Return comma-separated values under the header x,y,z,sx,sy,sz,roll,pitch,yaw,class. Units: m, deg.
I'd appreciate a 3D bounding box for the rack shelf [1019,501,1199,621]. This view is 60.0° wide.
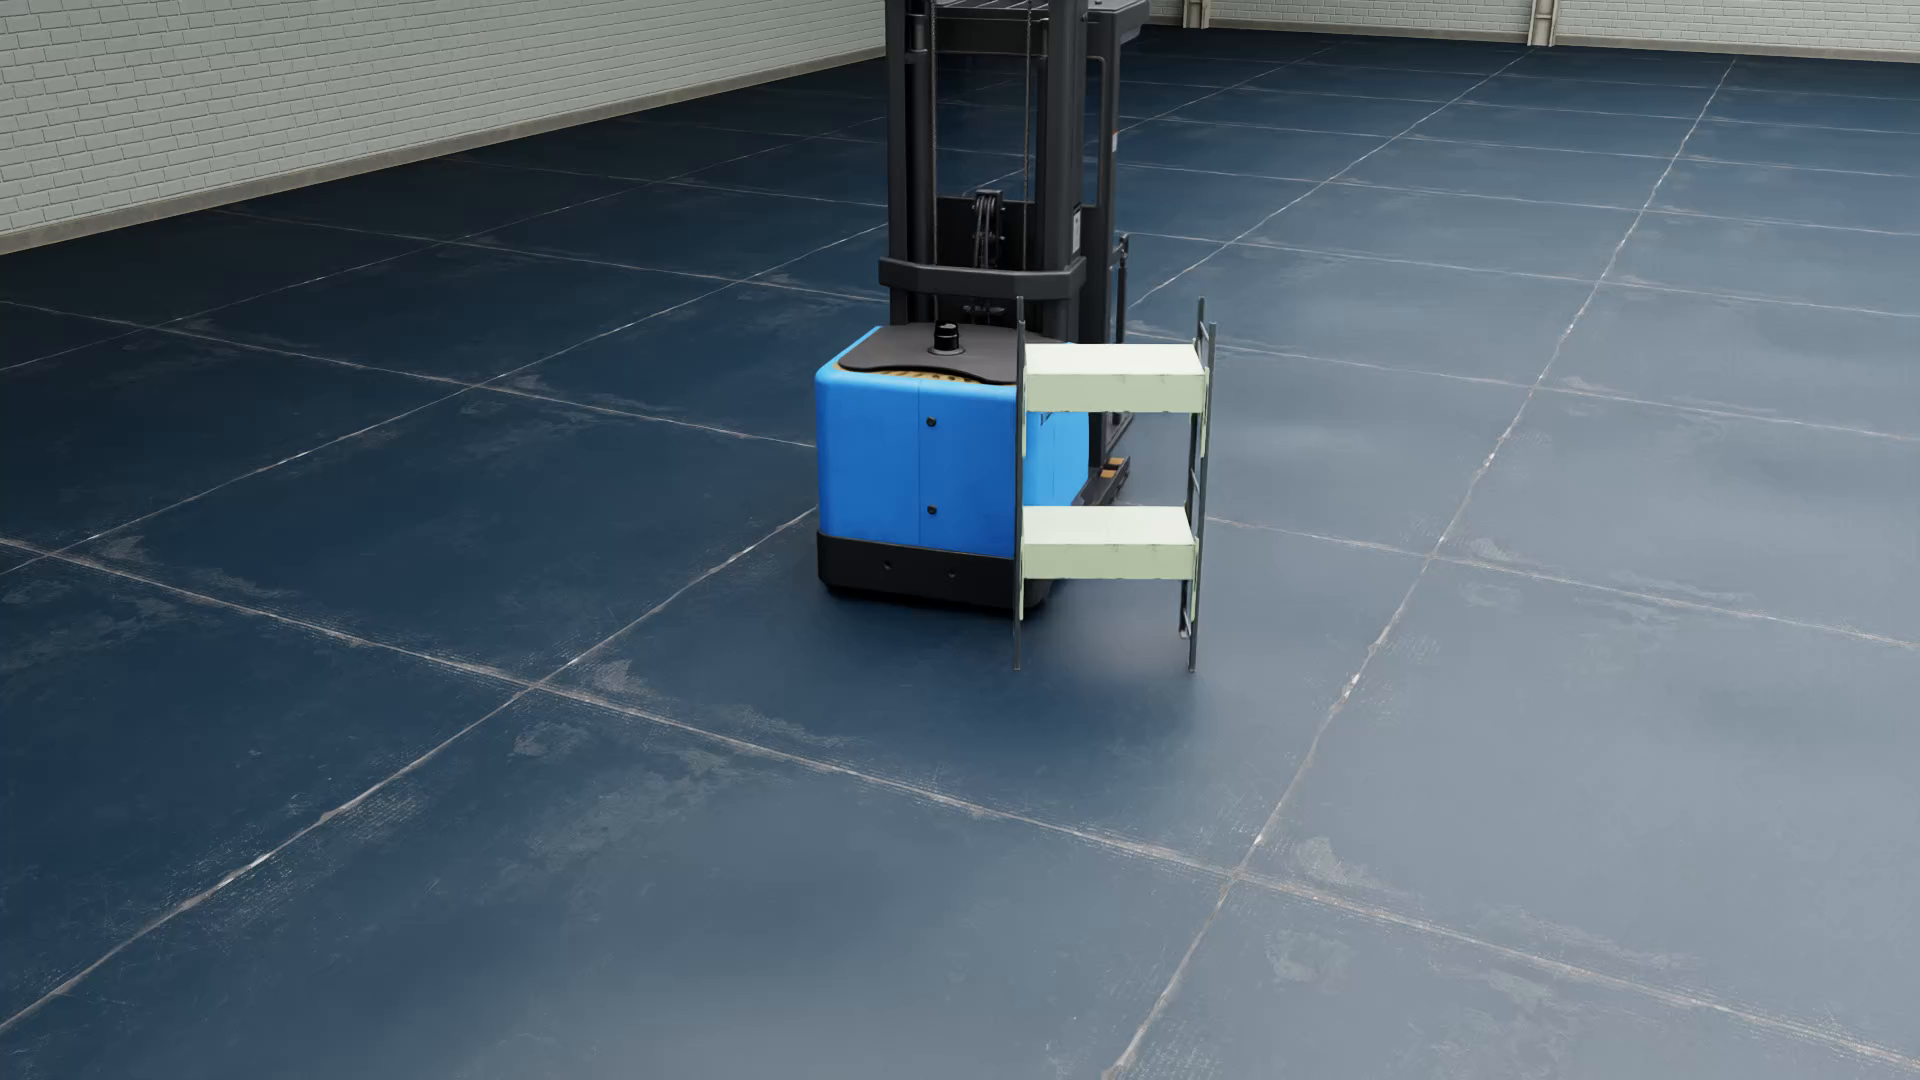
x,y,z,sx,sy,sz,roll,pitch,yaw,class
0.607,0.082,6.973,0.720,0.370,0.431,0,23,1,rack shelf

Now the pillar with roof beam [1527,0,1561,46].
x,y,z,sx,sy,sz,roll,pitch,yaw,class
7.670,-10.832,22.222,0.400,9.000,9.100,11,25,25,pillar with roof beam

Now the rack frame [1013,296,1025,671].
x,y,z,sx,sy,sz,roll,pitch,yaw,class
0.241,-0.219,6.849,0.023,1.500,0.400,0,23,1,rack frame

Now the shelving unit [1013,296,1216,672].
x,y,z,sx,sy,sz,roll,pitch,yaw,class
0.607,-0.218,6.845,0.755,1.500,0.431,0,23,1,shelving unit

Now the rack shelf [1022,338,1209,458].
x,y,z,sx,sy,sz,roll,pitch,yaw,class
0.607,-0.577,6.692,0.720,0.370,0.431,0,23,1,rack shelf

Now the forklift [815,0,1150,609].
x,y,z,sx,sy,sz,roll,pitch,yaw,class
0.278,-1.592,8.248,1.130,2.935,3.031,7,24,16,forklift

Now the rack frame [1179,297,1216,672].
x,y,z,sx,sy,sz,roll,pitch,yaw,class
0.973,-0.216,6.841,0.023,1.500,0.400,0,23,1,rack frame

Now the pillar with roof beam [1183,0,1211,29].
x,y,z,sx,sy,sz,roll,pitch,yaw,class
2.315,-11.891,24.713,0.400,9.000,9.100,11,25,25,pillar with roof beam
